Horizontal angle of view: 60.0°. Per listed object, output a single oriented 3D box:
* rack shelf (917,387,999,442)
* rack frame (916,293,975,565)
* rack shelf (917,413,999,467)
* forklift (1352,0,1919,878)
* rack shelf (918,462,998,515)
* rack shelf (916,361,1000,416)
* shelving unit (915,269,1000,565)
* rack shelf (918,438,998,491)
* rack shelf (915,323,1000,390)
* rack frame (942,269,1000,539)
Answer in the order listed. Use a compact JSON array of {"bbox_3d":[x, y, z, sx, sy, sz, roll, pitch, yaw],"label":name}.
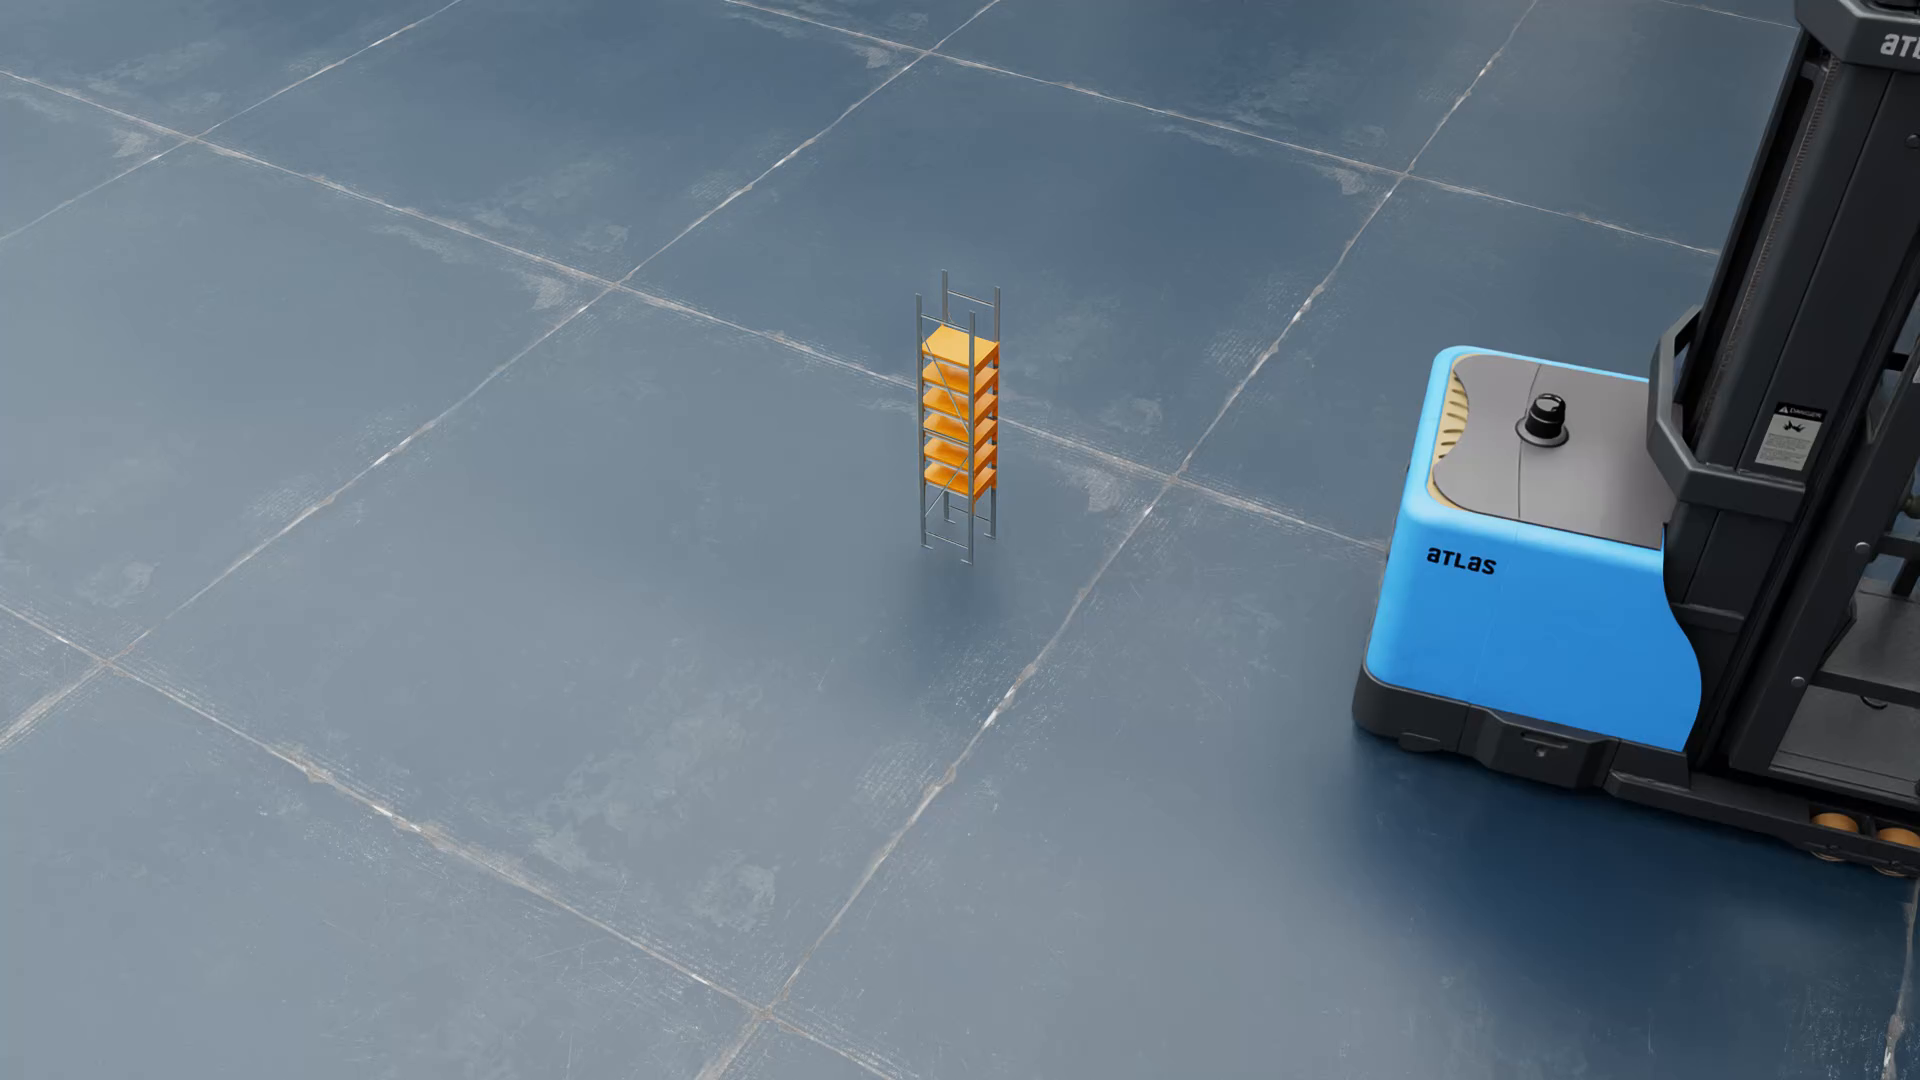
[{"bbox_3d":[-0.007,-0.499,6.294,0.258,0.103,0.180,21,45,22],"label":"rack shelf"},{"bbox_3d":[-0.053,-0.390,6.285,0.240,1.200,0.006,21,45,22],"label":"rack frame"},{"bbox_3d":[-0.007,-0.409,6.373,0.258,0.103,0.180,21,45,22],"label":"rack shelf"},{"bbox_3d":[2.975,-0.388,4.973,3.031,2.935,1.130,13,43,14],"label":"forklift"},{"bbox_3d":[-0.007,-0.229,6.532,0.258,0.103,0.180,21,45,22],"label":"rack shelf"},{"bbox_3d":[-0.007,-0.589,6.215,0.258,0.103,0.180,21,45,22],"label":"rack shelf"},{"bbox_3d":[-0.007,-0.442,6.344,0.258,1.200,0.189,21,45,22],"label":"shelving unit"},{"bbox_3d":[-0.007,-0.319,6.453,0.258,0.103,0.180,21,45,22],"label":"rack shelf"},{"bbox_3d":[-0.007,-0.679,6.136,0.258,0.103,0.180,21,45,22],"label":"rack shelf"},{"bbox_3d":[0.039,-0.494,6.404,0.240,1.200,0.006,21,45,22],"label":"rack frame"}]
